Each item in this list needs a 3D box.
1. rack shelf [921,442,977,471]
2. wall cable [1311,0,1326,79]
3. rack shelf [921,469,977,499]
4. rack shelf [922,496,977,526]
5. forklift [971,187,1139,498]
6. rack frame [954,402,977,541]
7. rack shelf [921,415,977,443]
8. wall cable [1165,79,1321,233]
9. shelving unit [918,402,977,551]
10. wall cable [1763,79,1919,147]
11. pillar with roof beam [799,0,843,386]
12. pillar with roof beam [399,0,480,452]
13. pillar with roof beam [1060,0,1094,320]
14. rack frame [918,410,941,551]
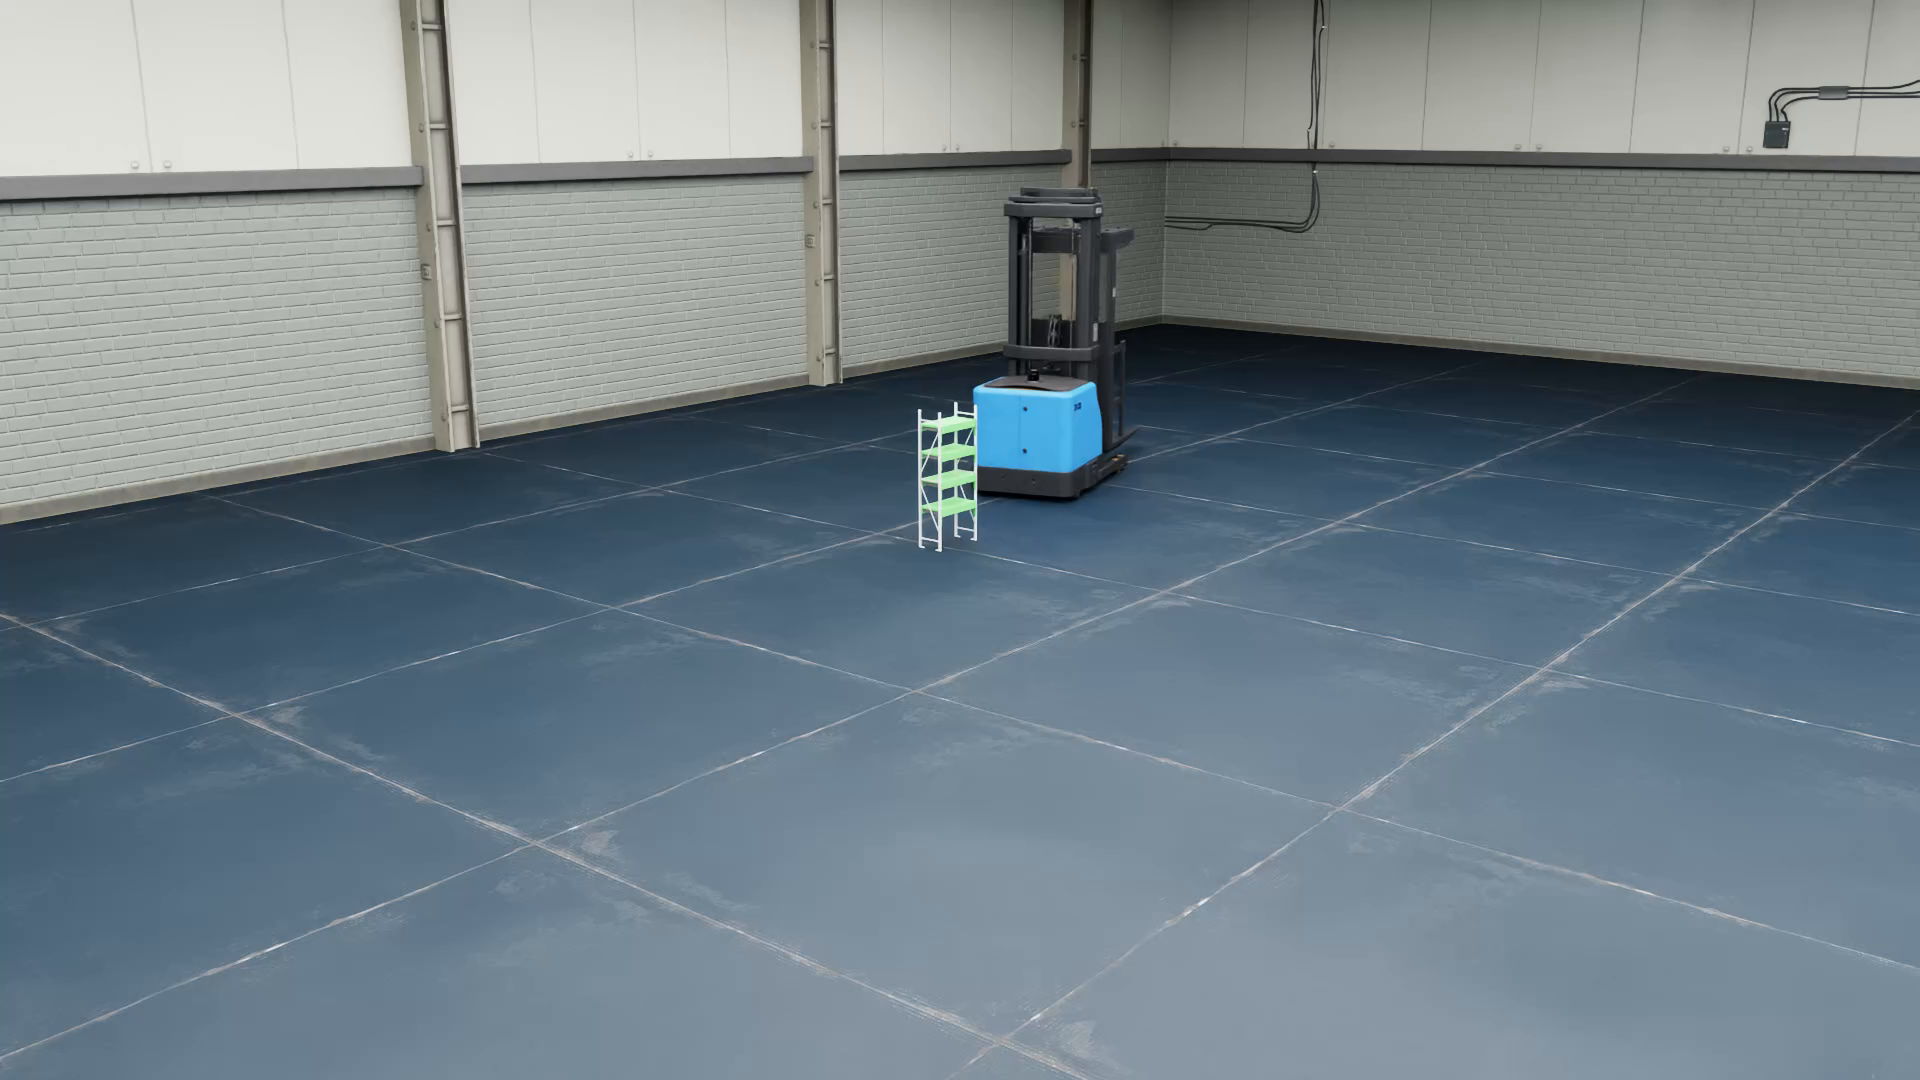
[{"bbox_3d":[-0.104,-0.721,14.307,0.258,0.148,0.480,11,18,38],"label":"rack shelf"},{"bbox_3d":[6.874,-8.580,26.170,3.097,2.526,0.112,11,18,38],"label":"wall cable"},{"bbox_3d":[-0.104,-0.488,14.366,0.258,0.148,0.480,11,18,38],"label":"rack shelf"},{"bbox_3d":[-0.104,-0.255,14.425,0.258,0.148,0.480,11,18,38],"label":"rack shelf"},{"bbox_3d":[1.128,-2.146,17.118,1.130,2.935,3.031,6,15,21],"label":"forklift"},{"bbox_3d":[0.049,-0.597,14.534,0.240,1.200,0.015,11,18,38],"label":"rack frame"},{"bbox_3d":[-0.104,-0.953,14.248,0.258,0.148,0.480,11,18,38],"label":"rack shelf"},{"bbox_3d":[4.770,-6.551,28.439,3.097,2.526,0.112,11,18,38],"label":"wall cable"},{"bbox_3d":[-0.104,-0.550,14.350,0.258,1.200,0.503,11,18,38],"label":"shelving unit"},{"bbox_3d":[12.144,-8.232,21.843,2.305,6.003,0.169,11,18,38],"label":"wall cable"},{"bbox_3d":[1.468,-5.881,19.496,9.100,9.000,0.400,11,18,38],"label":"pillar with roof beam"},{"bbox_3d":[-2.304,-4.732,14.973,9.100,9.000,0.400,11,18,38],"label":"pillar with roof beam"},{"bbox_3d":[5.239,-7.030,24.019,9.100,9.000,0.400,11,18,38],"label":"pillar with roof beam"},{"bbox_3d":[-0.257,-0.503,14.166,0.240,1.200,0.015,11,18,38],"label":"rack frame"}]
